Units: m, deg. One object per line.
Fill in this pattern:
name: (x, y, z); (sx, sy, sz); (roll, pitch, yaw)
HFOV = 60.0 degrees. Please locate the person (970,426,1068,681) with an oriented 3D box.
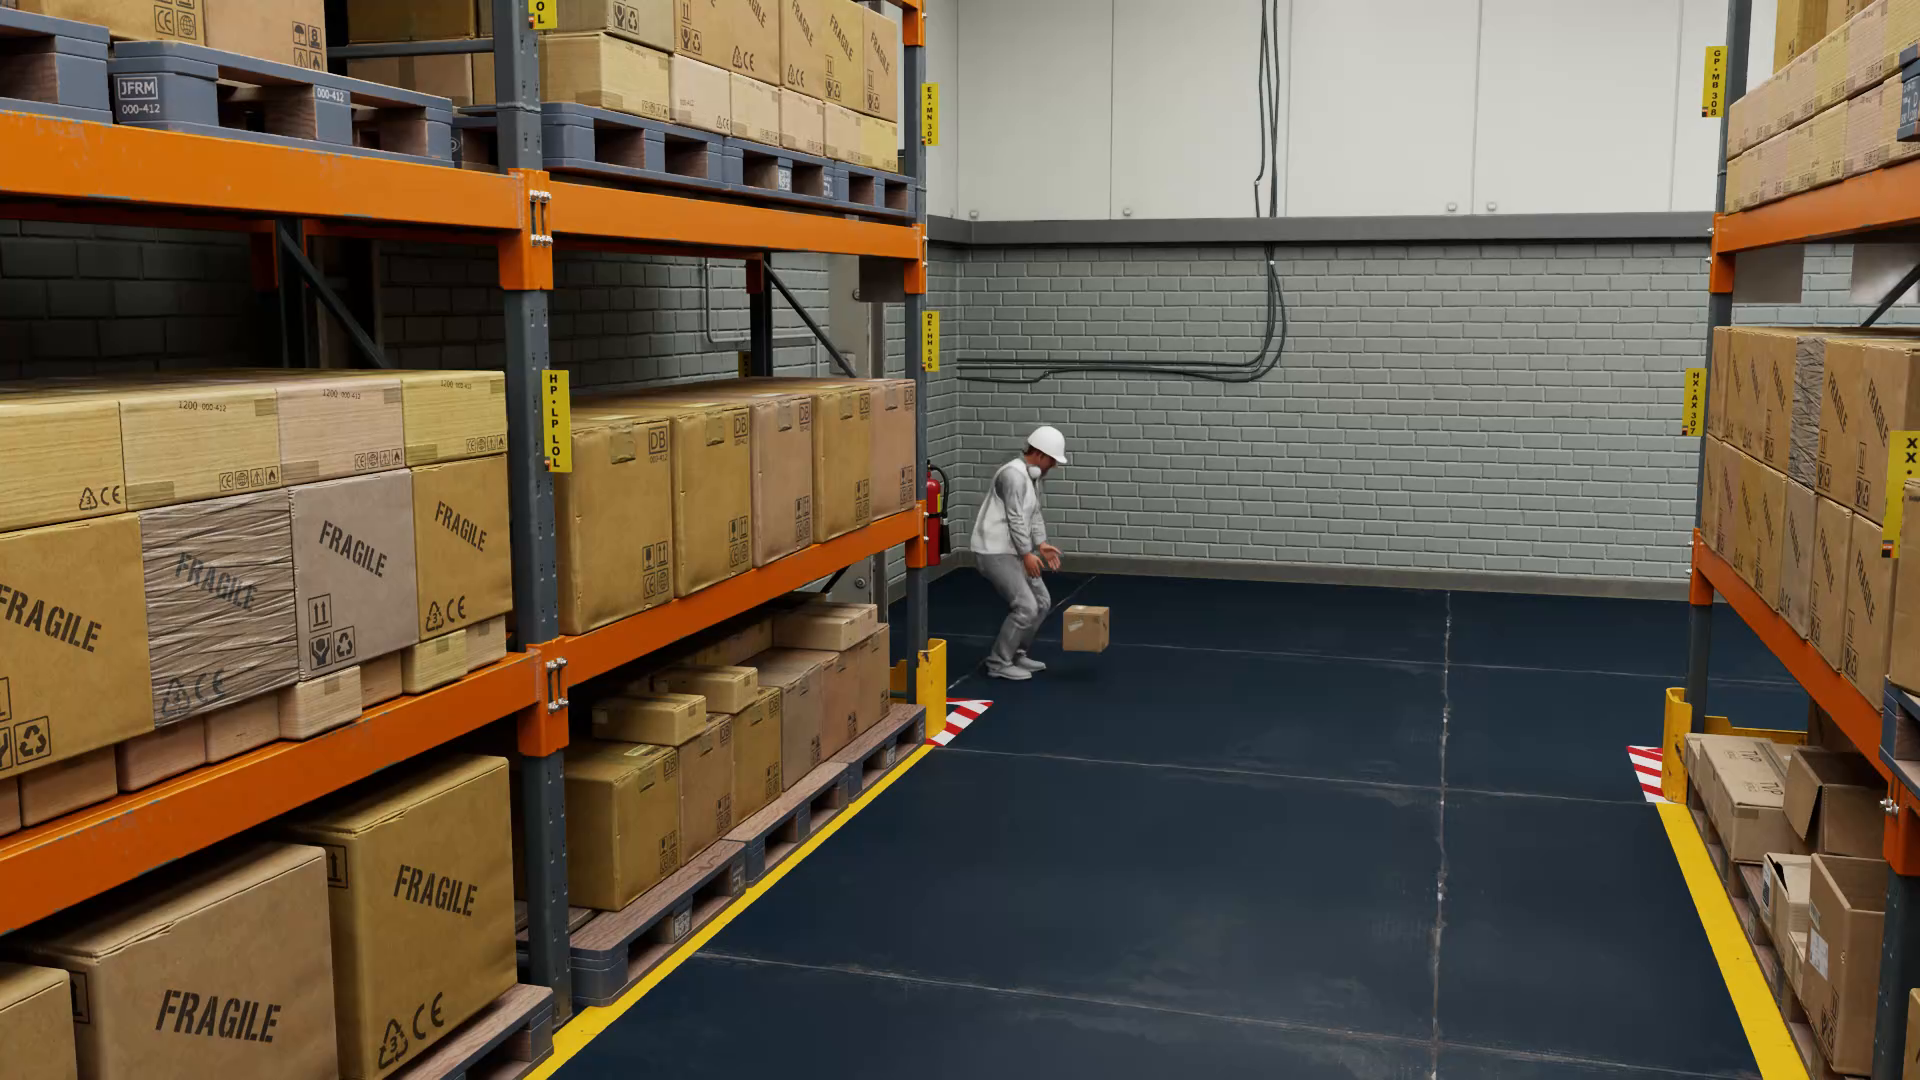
person: (0.390, 0.071, 10.789); (0.604, 1.628, 0.581); (3, 9, 17)
